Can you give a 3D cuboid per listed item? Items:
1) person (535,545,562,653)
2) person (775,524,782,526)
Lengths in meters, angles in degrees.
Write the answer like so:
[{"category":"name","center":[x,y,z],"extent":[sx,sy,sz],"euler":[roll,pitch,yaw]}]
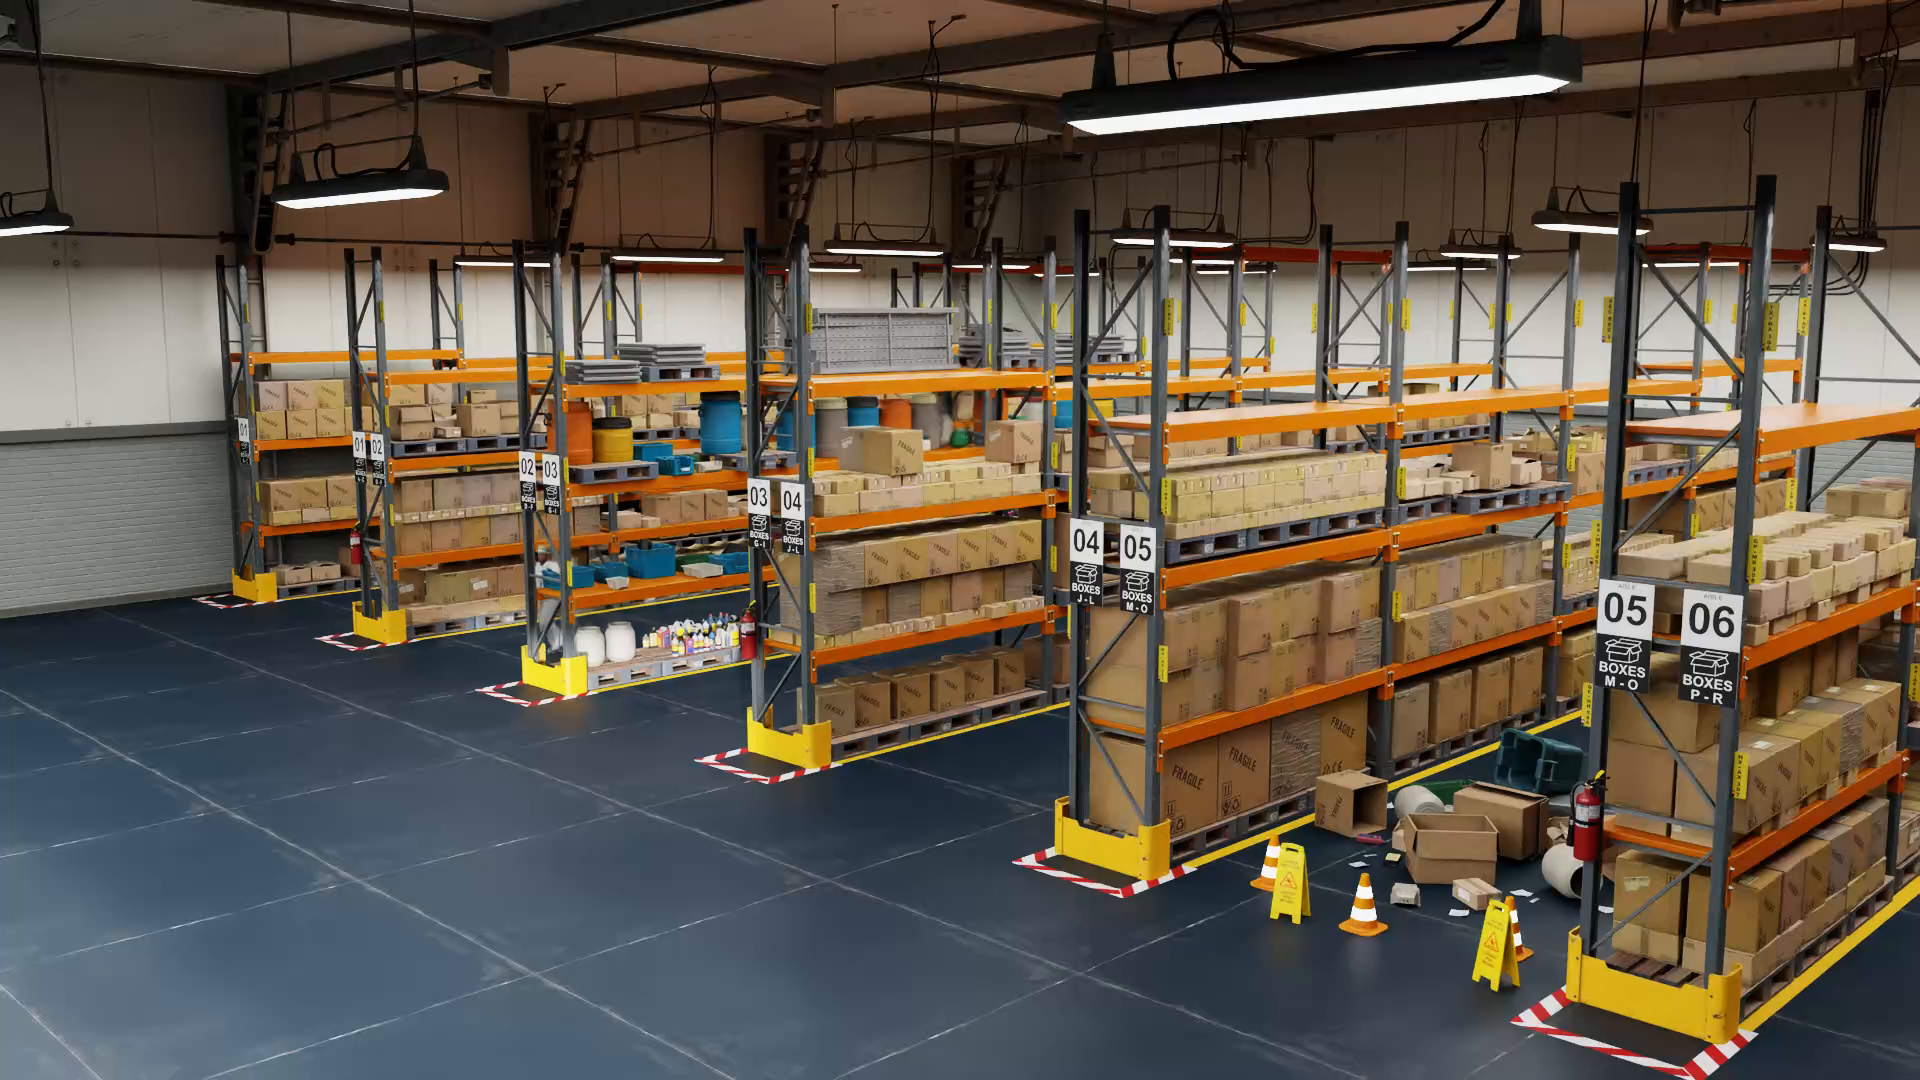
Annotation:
[{"category":"person","center":[-6.110,0.880,24.518],"extent":[0.551,1.648,0.664],"euler":[3,9,20]},{"category":"person","center":[-3.577,-0.428,33.716],"extent":[0.605,1.668,0.786],"euler":[7,10,39]}]
